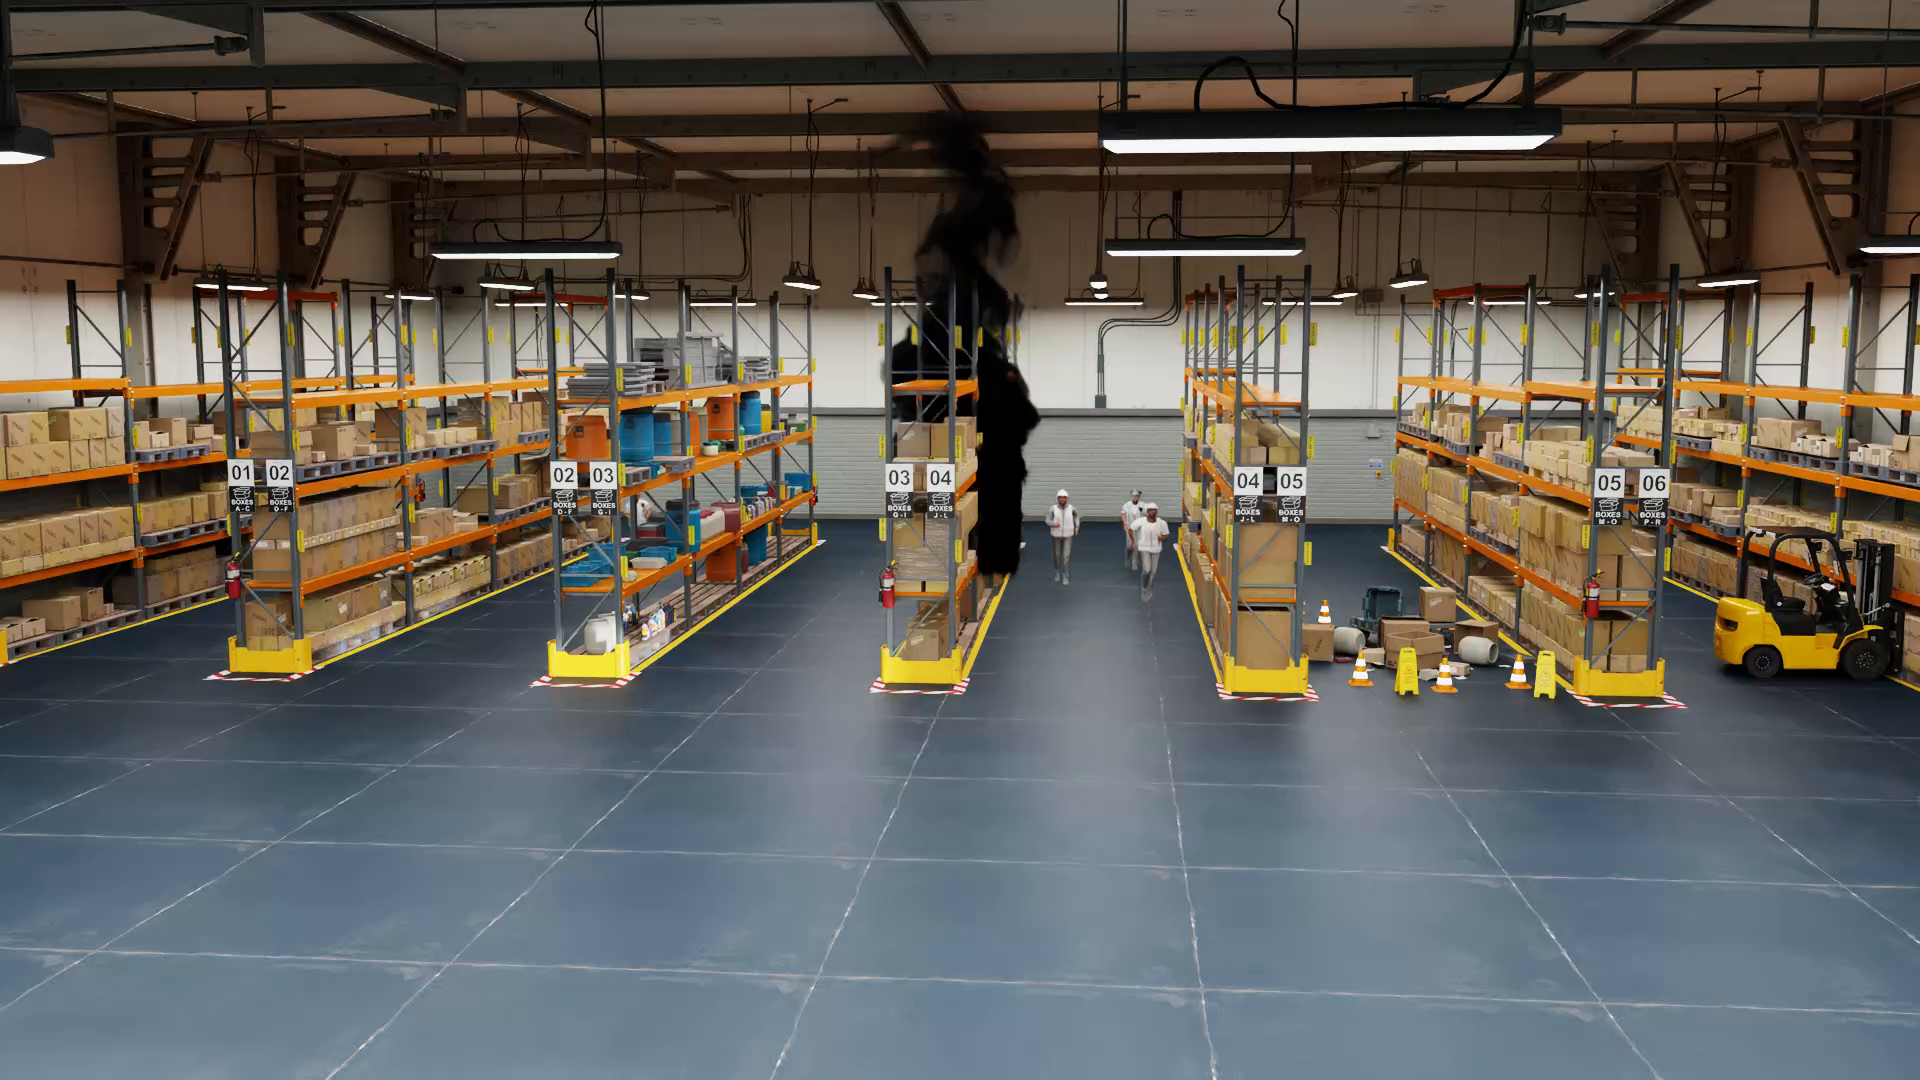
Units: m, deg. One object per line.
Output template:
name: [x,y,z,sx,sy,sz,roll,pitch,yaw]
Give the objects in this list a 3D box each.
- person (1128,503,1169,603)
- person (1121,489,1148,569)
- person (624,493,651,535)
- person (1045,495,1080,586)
person: [3.423,0.227,29.898,0.692,1.802,0.660,-1,7,-7]
person: [3.790,-0.225,35.906,0.644,1.752,0.605,1,7,6]
person: [-7.130,-0.351,36.741,0.583,1.540,0.723,-1,7,-4]
person: [1.972,-0.038,32.040,0.675,1.765,0.805,0,7,1]
